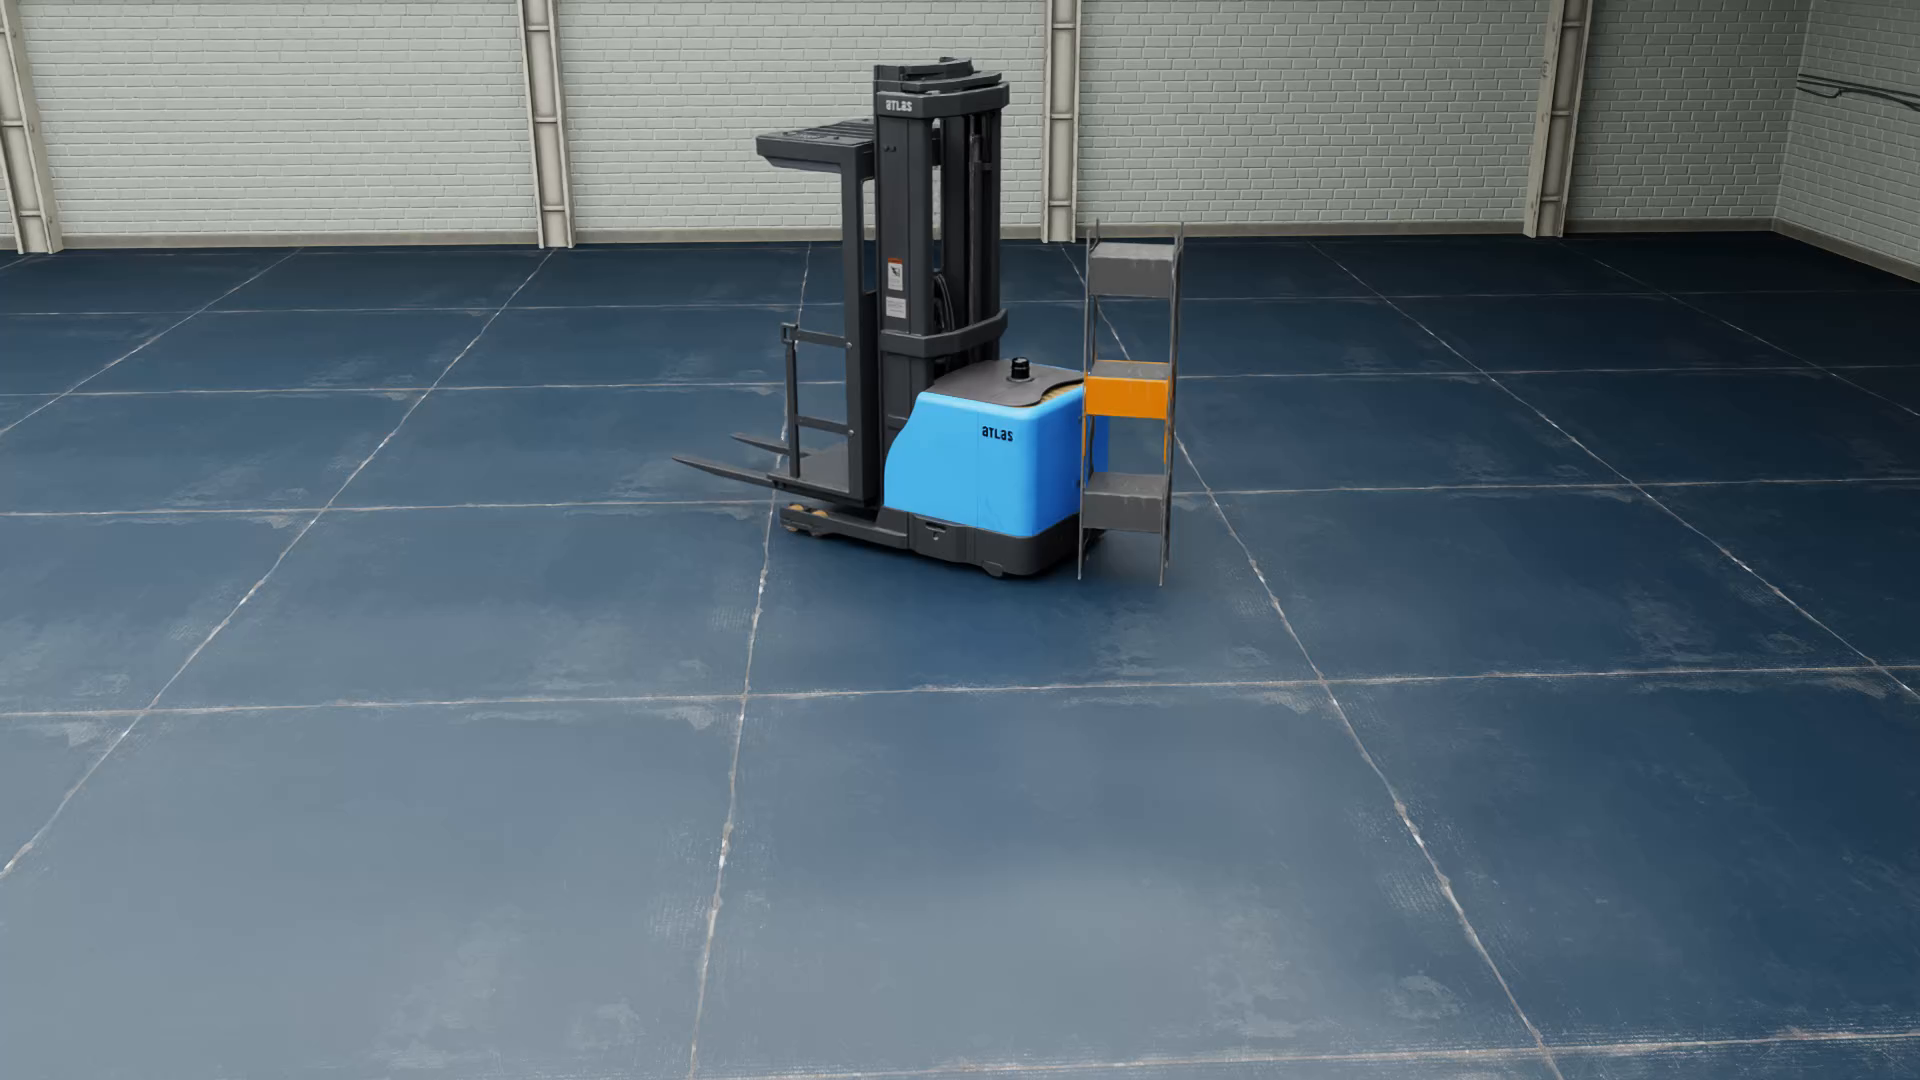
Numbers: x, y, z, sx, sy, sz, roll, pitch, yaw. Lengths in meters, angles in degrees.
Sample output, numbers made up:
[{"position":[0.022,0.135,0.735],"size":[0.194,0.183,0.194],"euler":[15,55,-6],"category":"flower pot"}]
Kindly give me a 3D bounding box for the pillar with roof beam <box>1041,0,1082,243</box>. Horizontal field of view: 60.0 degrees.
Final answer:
[{"position":[1.436,-6.315,14.561],"size":[0.400,9.000,9.100],"euler":[-1,21,-3],"category":"pillar with roof beam"}]

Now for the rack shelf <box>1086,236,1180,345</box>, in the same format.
[{"position":[0.994,-1.430,9.494],"size":[0.480,0.518,0.431],"euler":[4,22,11],"category":"rack shelf"}]

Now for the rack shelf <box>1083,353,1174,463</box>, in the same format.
[{"position":[0.995,-0.778,9.746],"size":[0.480,0.518,0.431],"euler":[4,22,11],"category":"rack shelf"}]

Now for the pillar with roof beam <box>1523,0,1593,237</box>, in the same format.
[{"position":[7.426,-6.437,14.881],"size":[0.400,9.000,9.100],"euler":[-1,21,-3],"category":"pillar with roof beam"}]

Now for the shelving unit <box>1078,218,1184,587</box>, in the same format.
[{"position":[0.995,-0.790,9.741],"size":[0.503,2.100,0.431],"euler":[4,22,11],"category":"shelving unit"}]

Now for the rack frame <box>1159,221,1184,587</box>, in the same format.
[{"position":[1.234,-0.772,9.693],"size":[0.015,2.100,0.400],"euler":[4,22,11],"category":"rack frame"}]

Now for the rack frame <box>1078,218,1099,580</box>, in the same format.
[{"position":[0.757,-0.808,9.790],"size":[0.015,2.100,0.400],"euler":[4,22,11],"category":"rack frame"}]

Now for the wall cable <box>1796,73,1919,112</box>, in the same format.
[{"position":[10.197,-6.105,18.373],"size":[0.112,2.526,3.097],"euler":[-1,21,-3],"category":"wall cable"}]

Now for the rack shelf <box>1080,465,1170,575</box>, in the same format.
[{"position":[0.997,-0.125,9.999],"size":[0.480,0.518,0.431],"euler":[4,22,11],"category":"rack shelf"}]

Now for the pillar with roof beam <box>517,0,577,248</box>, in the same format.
[{"position":[-4.555,-6.193,14.241],"size":[0.400,9.000,9.100],"euler":[-1,21,-3],"category":"pillar with roof beam"}]

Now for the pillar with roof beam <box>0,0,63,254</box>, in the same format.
[{"position":[-10.545,-6.071,13.920],"size":[0.400,9.000,9.100],"euler":[-1,21,-3],"category":"pillar with roof beam"}]

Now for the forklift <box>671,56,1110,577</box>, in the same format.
[{"position":[-0.561,-1.532,10.526],"size":[3.031,2.935,1.130],"euler":[13,25,31],"category":"forklift"}]
